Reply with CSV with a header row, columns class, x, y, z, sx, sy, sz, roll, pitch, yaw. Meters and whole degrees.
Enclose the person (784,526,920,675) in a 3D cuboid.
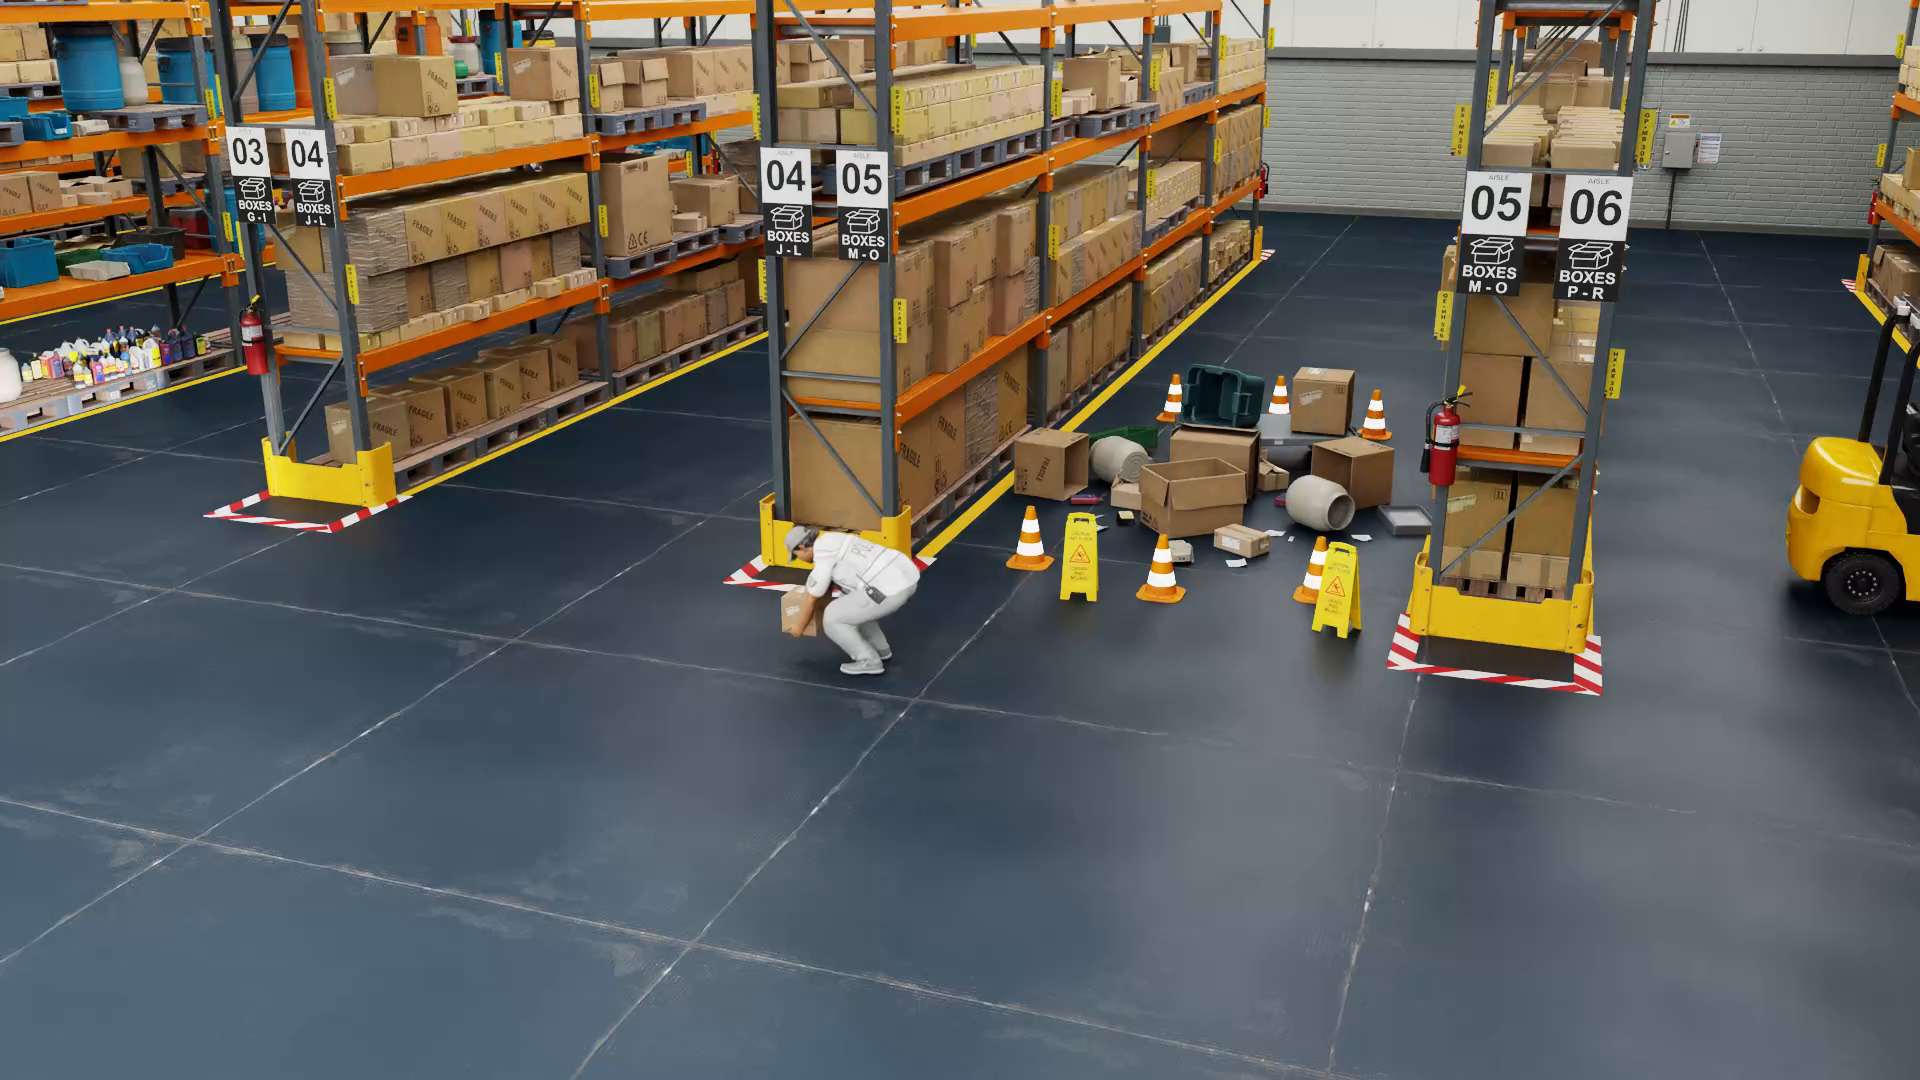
class,x,y,z,sx,sy,sz,roll,pitch,yaw
person,-0.725,0.387,11.058,0.901,0.943,0.510,6,20,16
